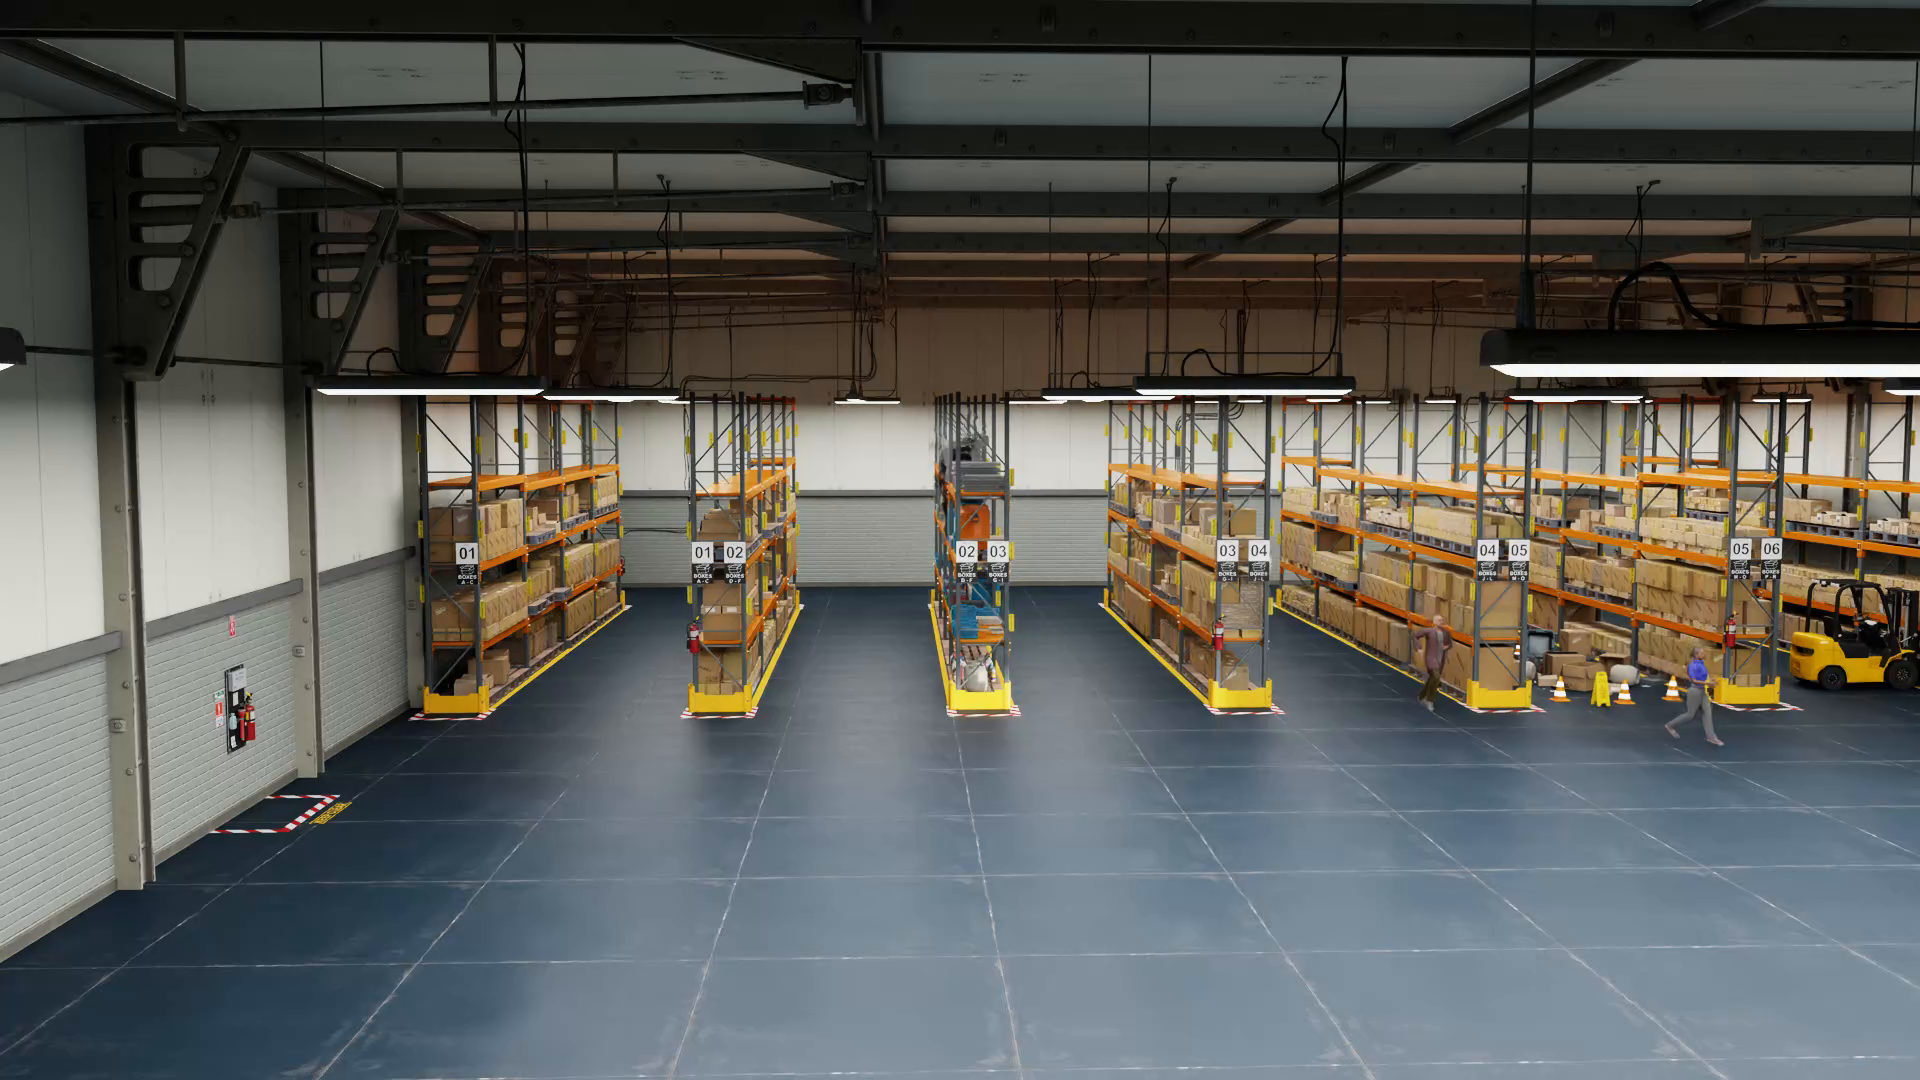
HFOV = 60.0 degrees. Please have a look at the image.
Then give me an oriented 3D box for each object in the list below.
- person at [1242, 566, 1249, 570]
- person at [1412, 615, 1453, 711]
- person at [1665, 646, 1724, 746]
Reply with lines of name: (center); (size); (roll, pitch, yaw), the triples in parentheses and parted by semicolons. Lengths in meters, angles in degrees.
person: (8.163, 1.038, 48.428); (0.594, 1.634, 0.643); (-2, 5, -21)
person: (9.022, 2.332, 31.693); (0.682, 1.823, 0.740); (-2, 5, -22)
person: (12.477, 2.621, 28.182); (0.941, 1.654, 0.577); (4, 6, 39)
